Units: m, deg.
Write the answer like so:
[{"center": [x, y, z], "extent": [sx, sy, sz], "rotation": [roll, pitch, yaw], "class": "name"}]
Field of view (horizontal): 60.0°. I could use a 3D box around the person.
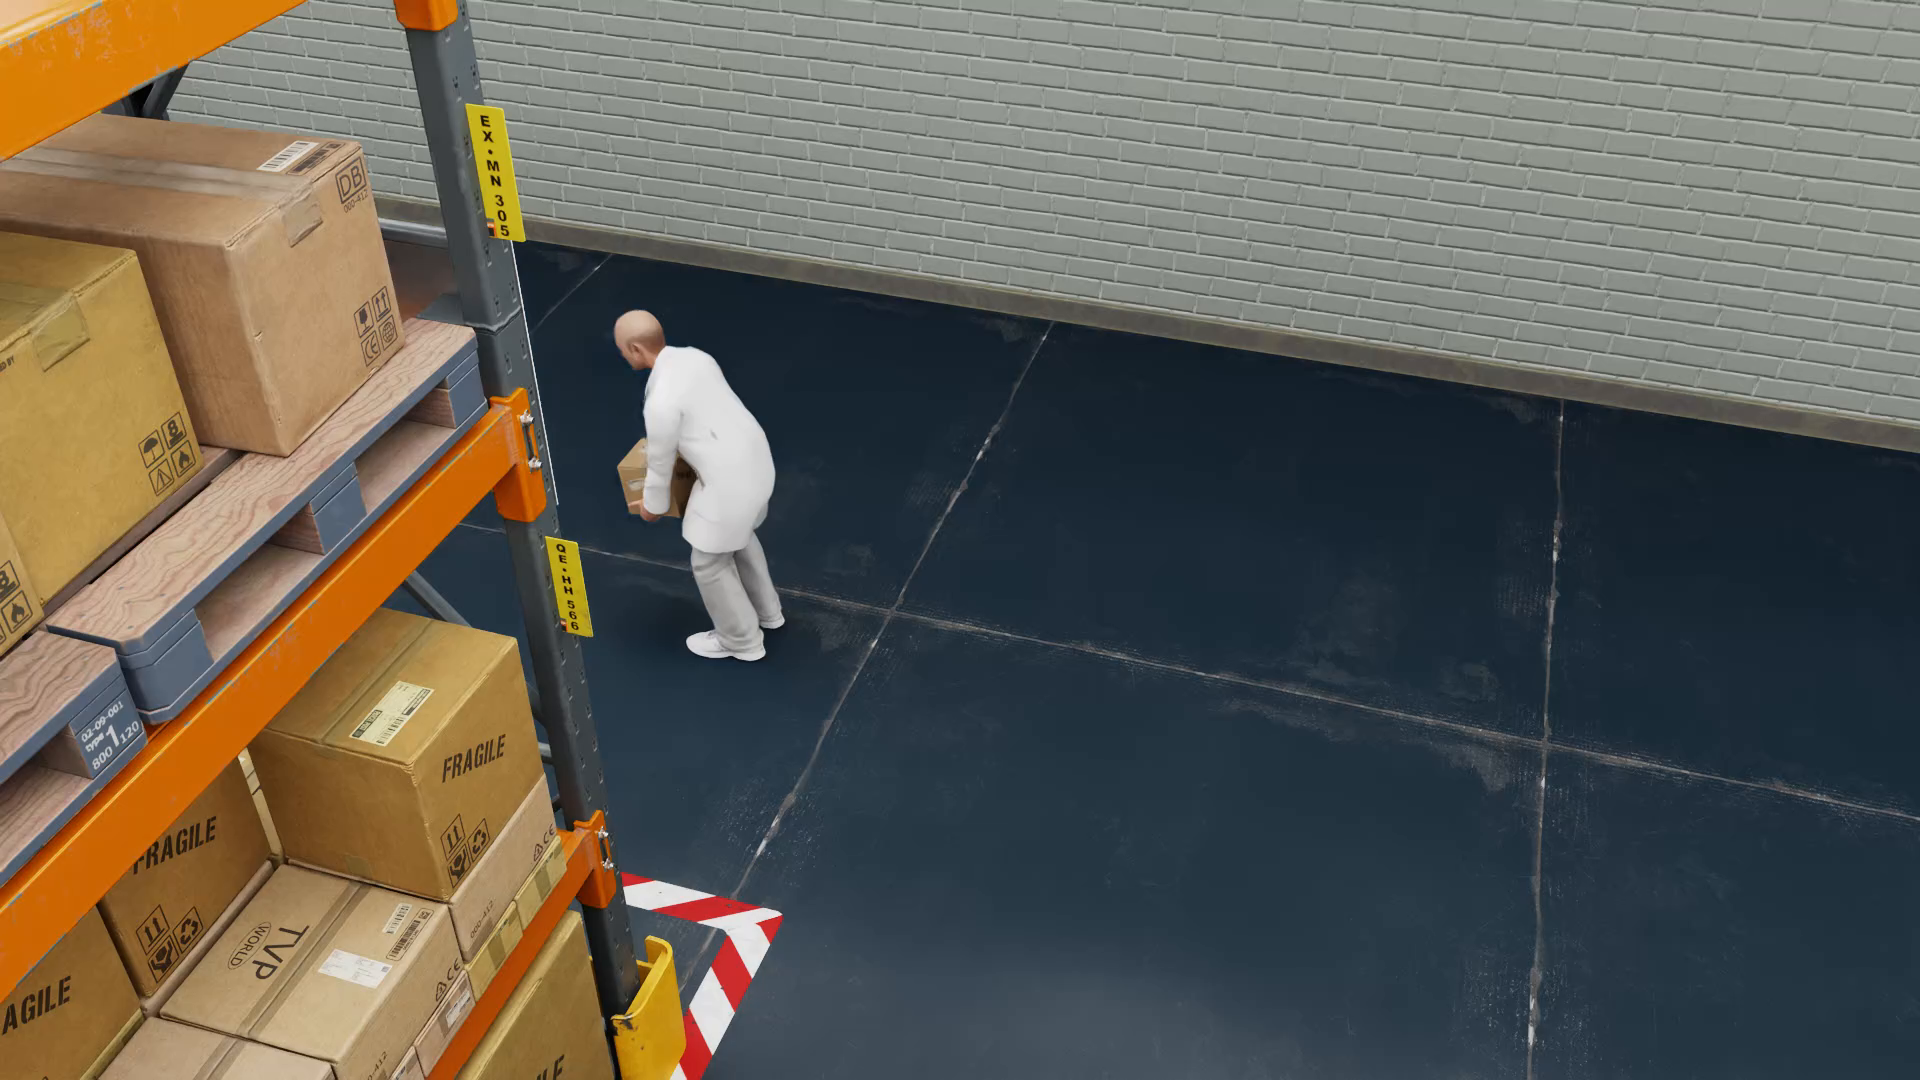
[{"center": [-1.129, -0.242, 7.321], "extent": [0.627, 1.679, 0.540], "rotation": [10, 38, 13], "class": "person"}]
